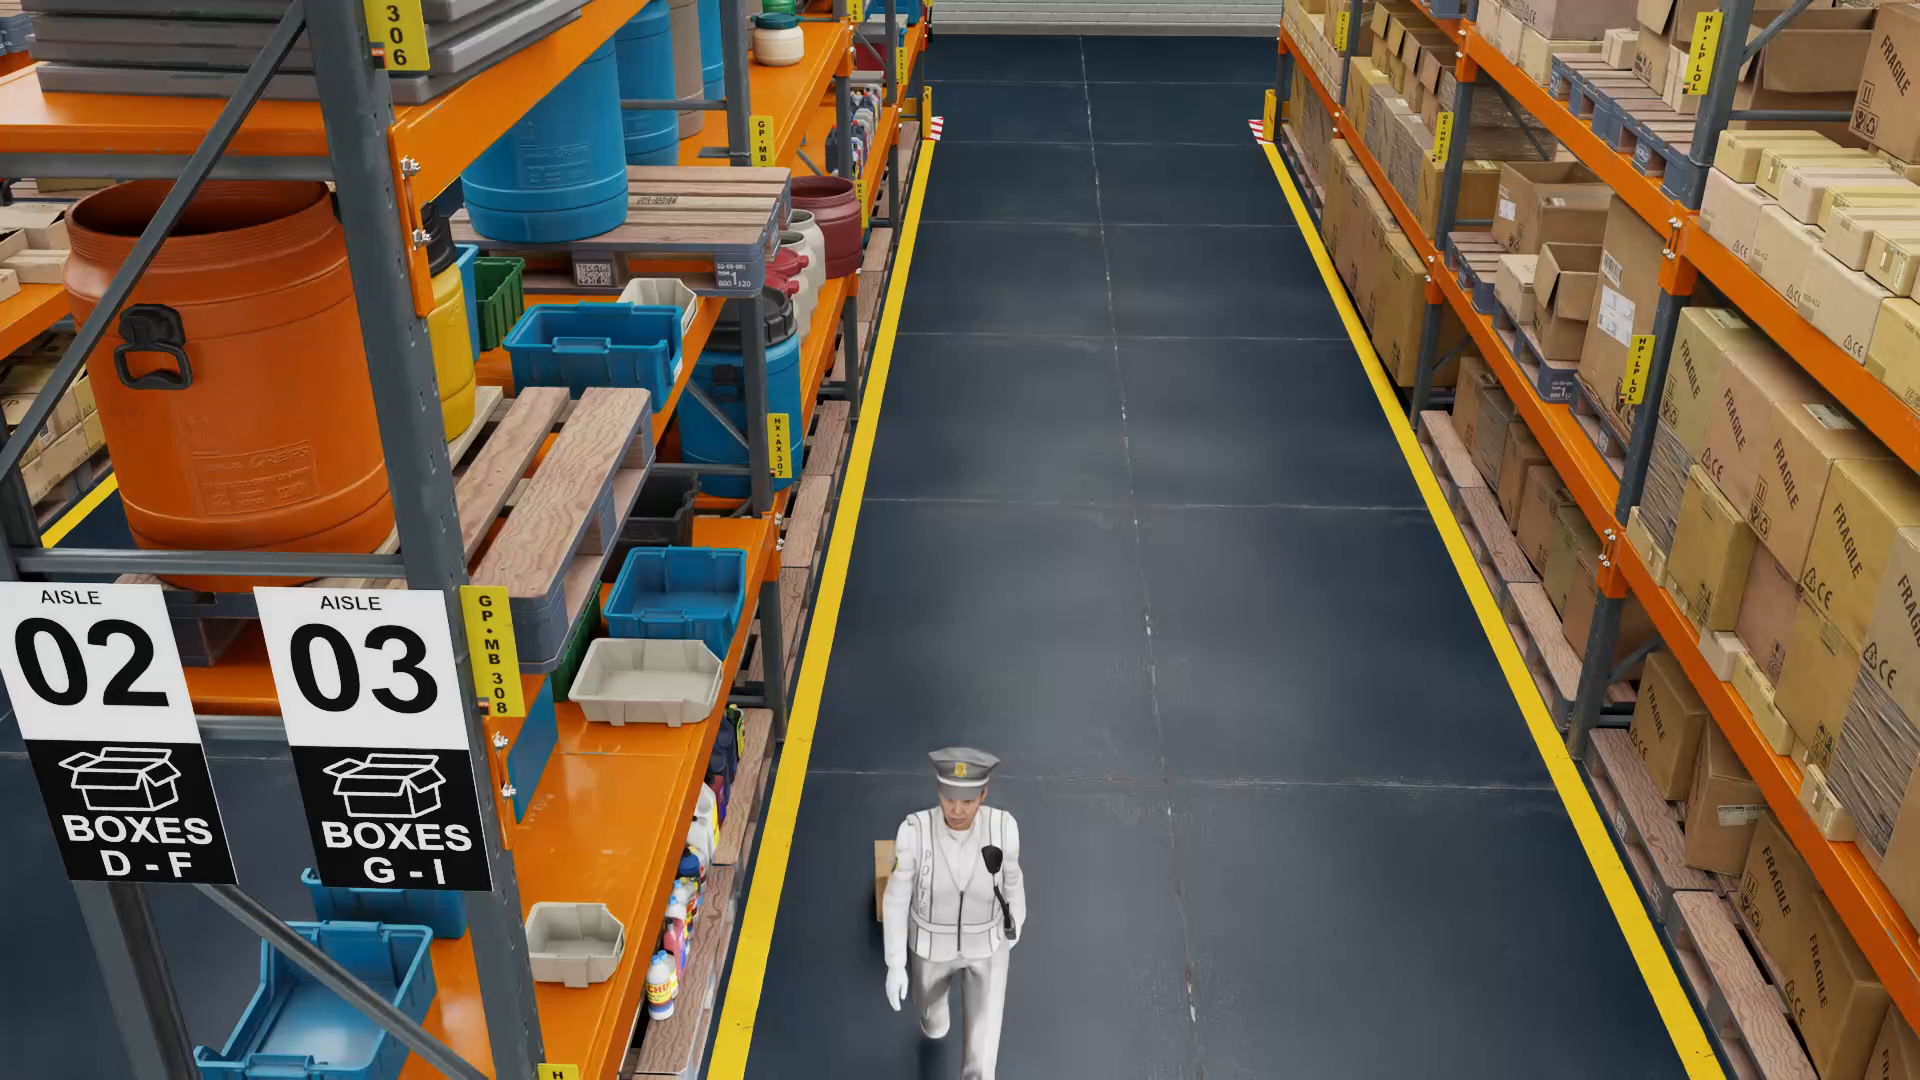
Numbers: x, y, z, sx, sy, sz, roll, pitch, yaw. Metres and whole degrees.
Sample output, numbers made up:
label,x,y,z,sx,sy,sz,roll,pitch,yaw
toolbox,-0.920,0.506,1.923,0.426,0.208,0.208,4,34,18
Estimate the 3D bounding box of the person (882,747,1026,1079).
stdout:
label,x,y,z,sx,sy,sz,roll,pitch,yaw
person,-0.017,1.410,5.949,0.514,1.639,0.929,0,28,0
